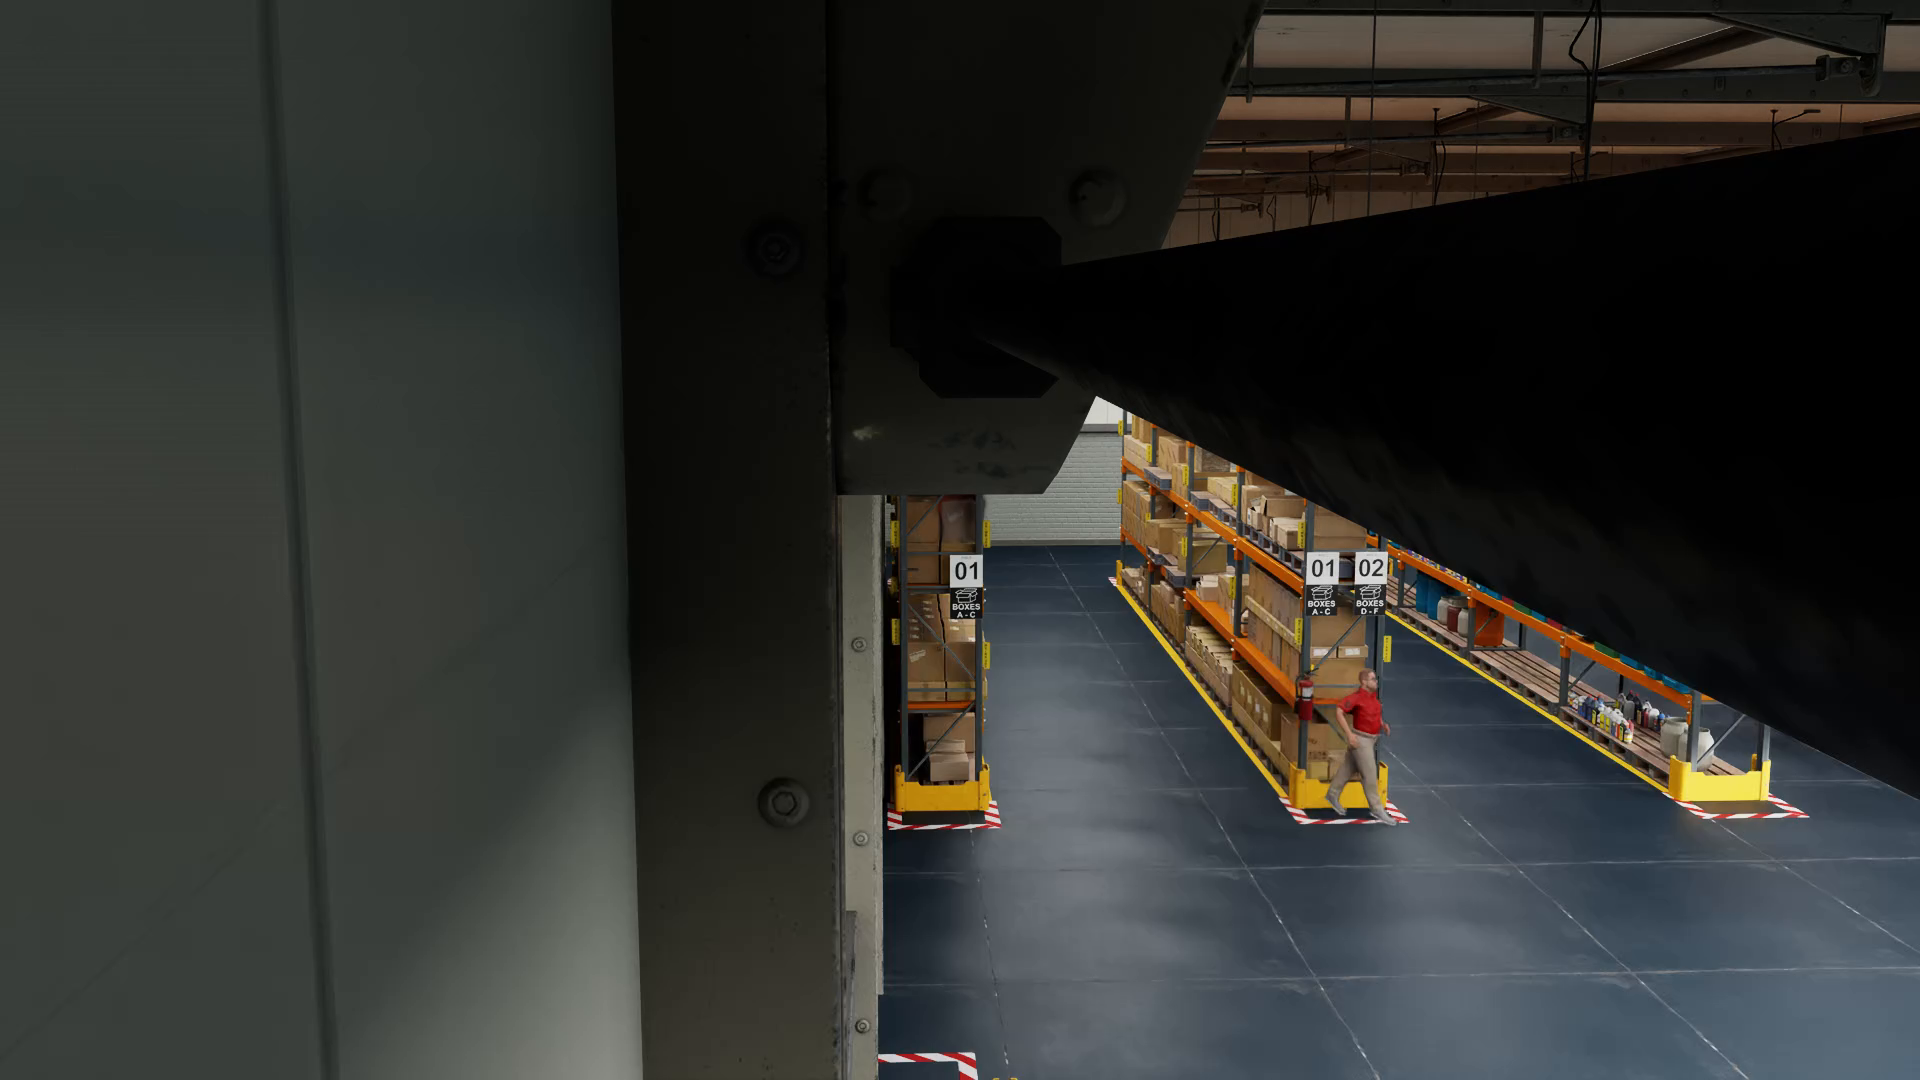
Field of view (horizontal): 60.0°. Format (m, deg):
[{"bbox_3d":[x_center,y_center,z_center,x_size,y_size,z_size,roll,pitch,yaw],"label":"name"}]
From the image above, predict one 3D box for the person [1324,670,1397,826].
[{"bbox_3d":[4.688,2.372,19.288,0.882,1.765,0.678,5,10,30],"label":"person"}]
